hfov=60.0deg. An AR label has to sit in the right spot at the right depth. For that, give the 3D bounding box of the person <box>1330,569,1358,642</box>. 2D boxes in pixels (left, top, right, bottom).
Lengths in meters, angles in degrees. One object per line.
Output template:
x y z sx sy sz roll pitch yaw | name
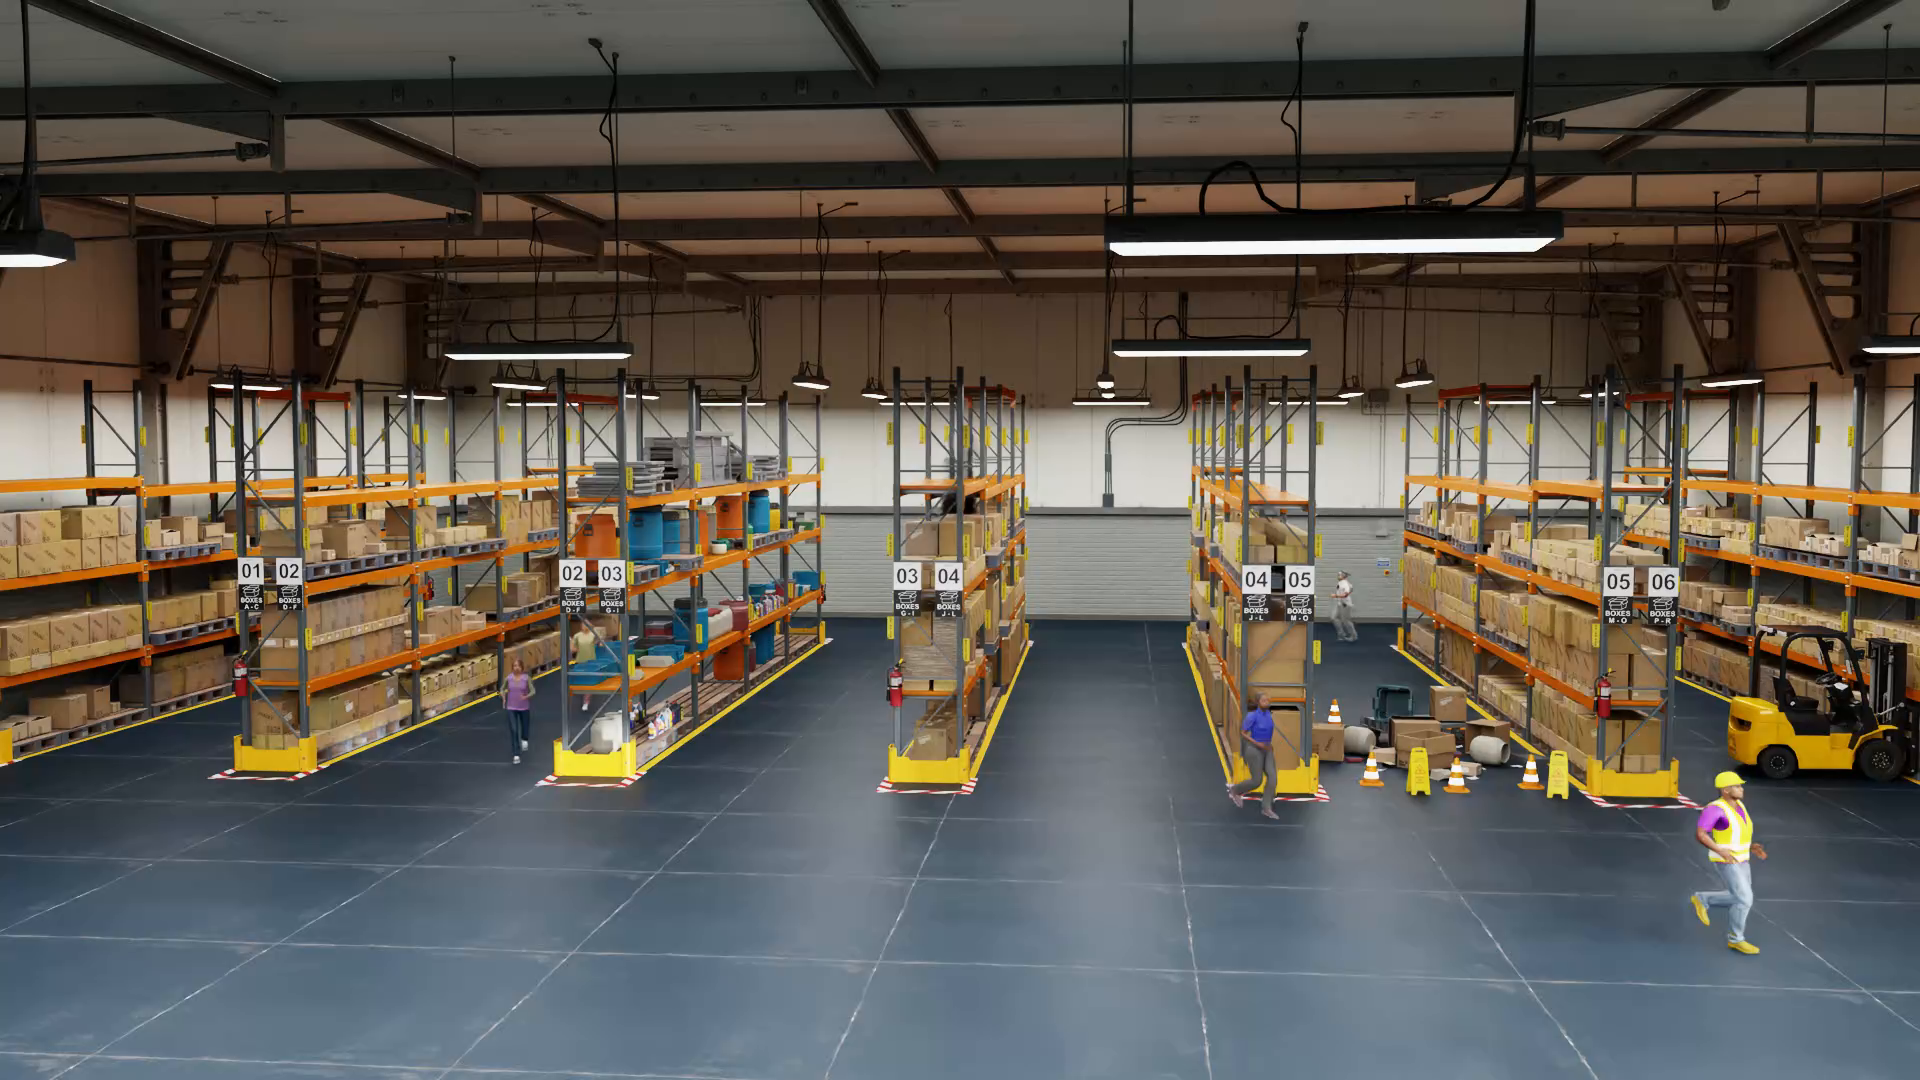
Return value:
9.347 1.622 40.435 0.696 1.837 0.674 0 4 6 | person

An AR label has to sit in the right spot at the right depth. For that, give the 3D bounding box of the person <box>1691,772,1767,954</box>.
7.503 3.132 16.324 0.701 1.737 0.722 -3 5 -41 | person

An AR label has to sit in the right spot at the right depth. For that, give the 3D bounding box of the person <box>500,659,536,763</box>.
-6.834 2.617 25.701 0.548 1.566 0.792 -1 4 -11 | person

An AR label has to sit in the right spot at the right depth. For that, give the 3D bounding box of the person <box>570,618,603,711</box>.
-6.840 2.242 30.428 0.580 1.639 0.990 0 4 -5 | person

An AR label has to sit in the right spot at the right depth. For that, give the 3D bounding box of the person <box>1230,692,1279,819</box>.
3.918 2.829 22.008 0.741 1.663 0.599 3 5 43 | person
